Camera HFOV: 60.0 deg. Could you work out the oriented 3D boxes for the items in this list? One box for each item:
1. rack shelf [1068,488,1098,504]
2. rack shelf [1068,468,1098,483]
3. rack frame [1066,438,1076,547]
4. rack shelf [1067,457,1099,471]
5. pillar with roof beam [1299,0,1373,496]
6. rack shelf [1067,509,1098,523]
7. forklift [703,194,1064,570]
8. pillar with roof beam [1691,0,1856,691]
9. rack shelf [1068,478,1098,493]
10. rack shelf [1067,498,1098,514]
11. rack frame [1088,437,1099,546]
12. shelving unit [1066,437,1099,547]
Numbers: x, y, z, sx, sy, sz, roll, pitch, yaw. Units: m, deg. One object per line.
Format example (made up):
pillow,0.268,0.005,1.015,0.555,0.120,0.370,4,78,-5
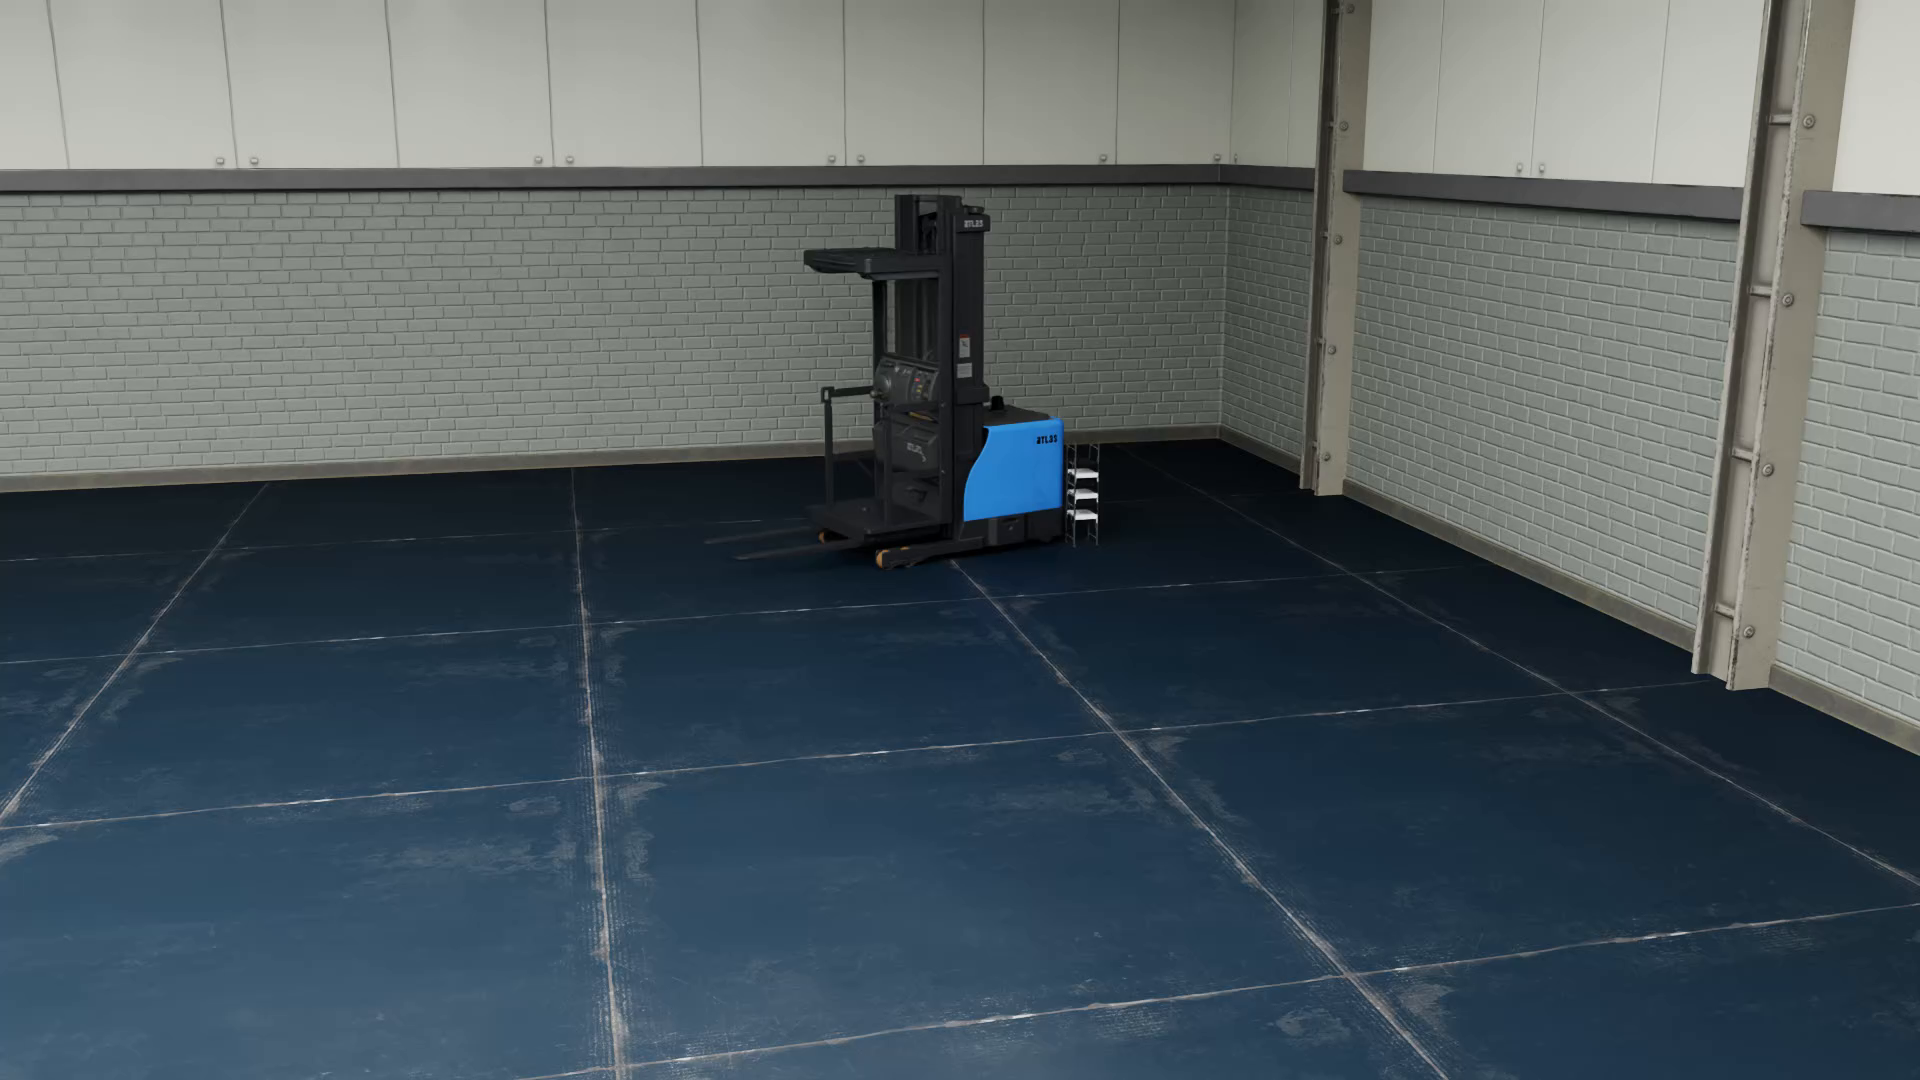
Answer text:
rack shelf,1.045,-0.379,14.223,0.200,0.077,0.258,-3,14,-13
rack shelf,1.045,-0.554,14.180,0.200,0.077,0.258,-3,14,-13
rack frame,0.946,-0.406,14.192,0.006,0.900,0.240,-3,14,-13
rack shelf,1.045,-0.641,14.159,0.200,0.077,0.258,-3,14,-13
pillar with roof beam,-0.610,-4.617,14.364,9.100,9.000,0.400,-3,14,-13
rack shelf,1.045,-0.204,14.266,0.200,0.077,0.258,-3,14,-13
forklift,-0.621,-1.320,13.655,3.031,2.935,1.130,-9,16,-32
pillar with roof beam,0.800,-3.233,8.698,9.100,9.000,0.400,-3,14,-13
rack shelf,1.045,-0.467,14.202,0.200,0.077,0.258,-3,14,-13
rack shelf,1.045,-0.292,14.244,0.200,0.077,0.258,-3,14,-13
rack frame,1.143,-0.417,14.239,0.006,0.900,0.240,-3,14,-13
shelving unit,1.045,-0.411,14.215,0.210,0.900,0.258,-3,14,-13
